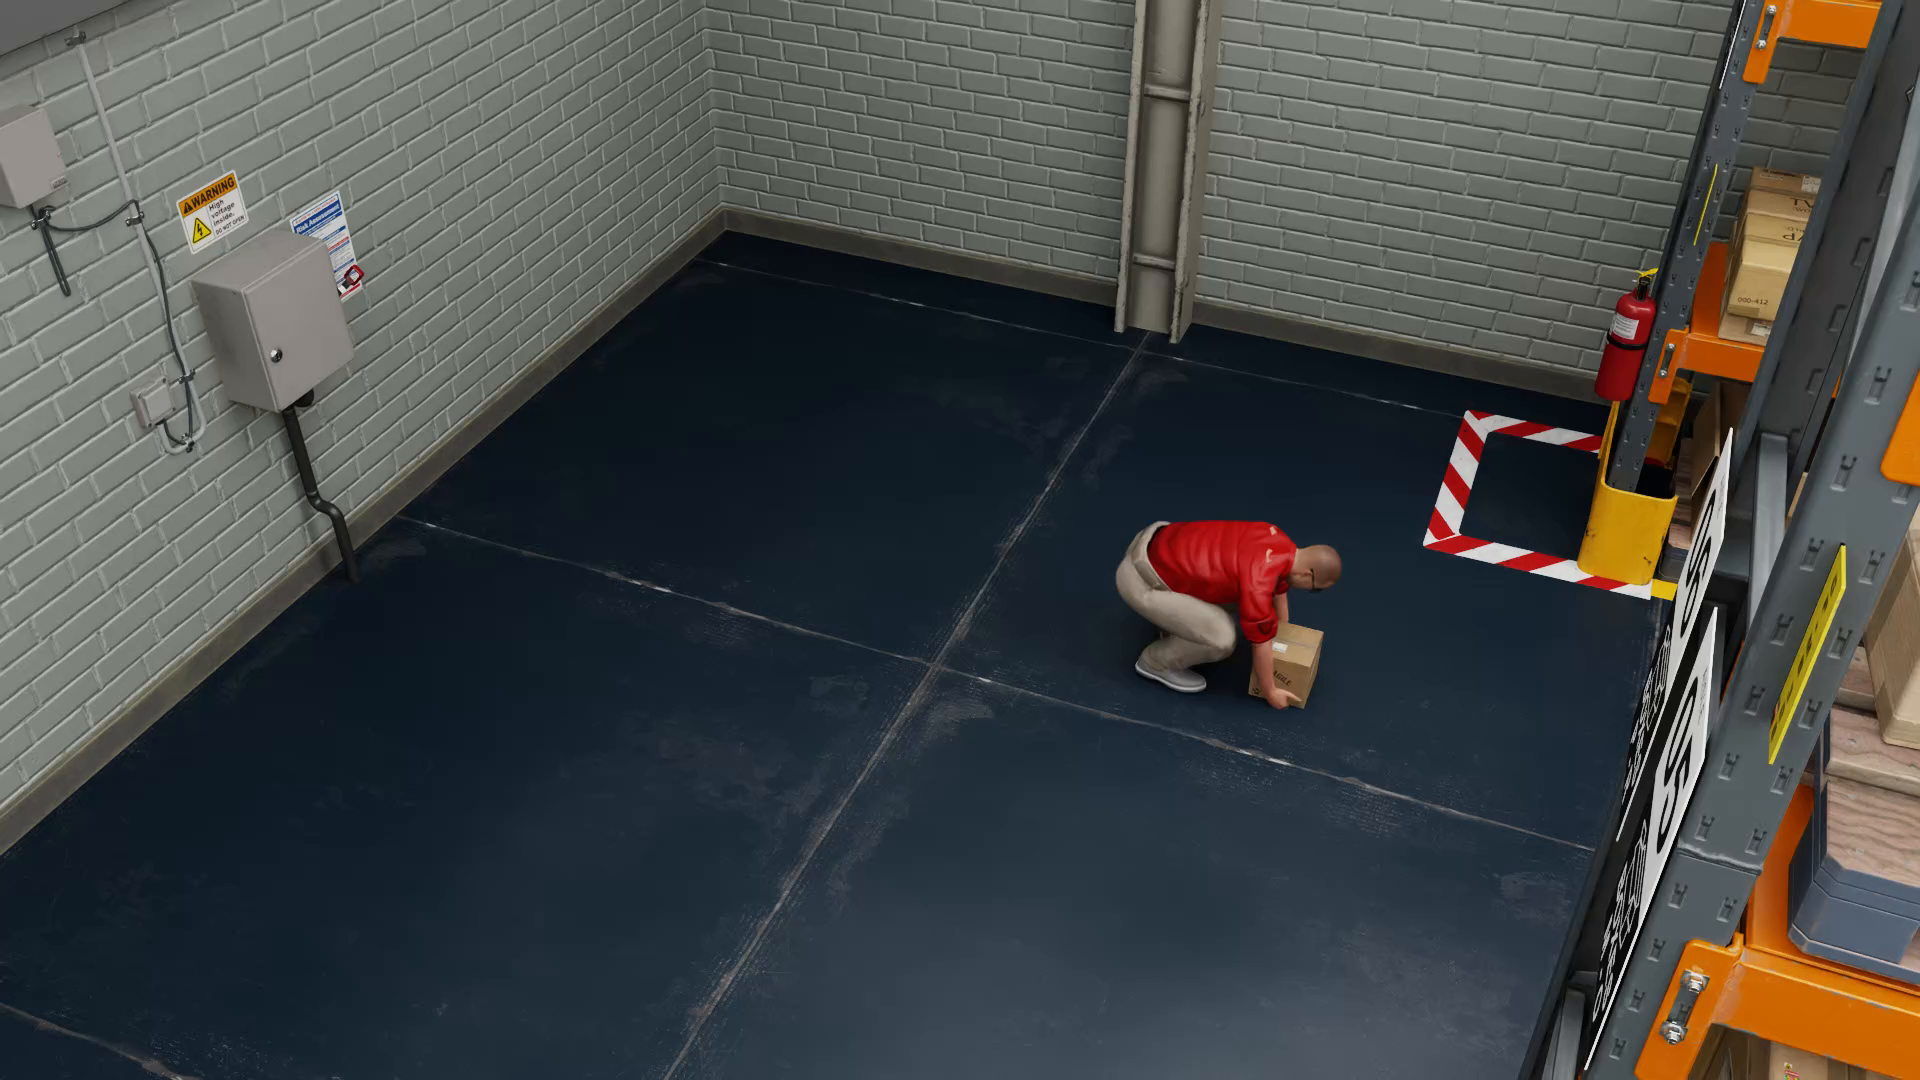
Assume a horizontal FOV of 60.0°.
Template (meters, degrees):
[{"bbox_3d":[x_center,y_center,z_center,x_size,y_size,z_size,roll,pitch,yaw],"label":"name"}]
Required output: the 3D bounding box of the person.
[{"bbox_3d":[1.151,0.283,7.274,0.935,0.786,0.523,13,39,17],"label":"person"}]
